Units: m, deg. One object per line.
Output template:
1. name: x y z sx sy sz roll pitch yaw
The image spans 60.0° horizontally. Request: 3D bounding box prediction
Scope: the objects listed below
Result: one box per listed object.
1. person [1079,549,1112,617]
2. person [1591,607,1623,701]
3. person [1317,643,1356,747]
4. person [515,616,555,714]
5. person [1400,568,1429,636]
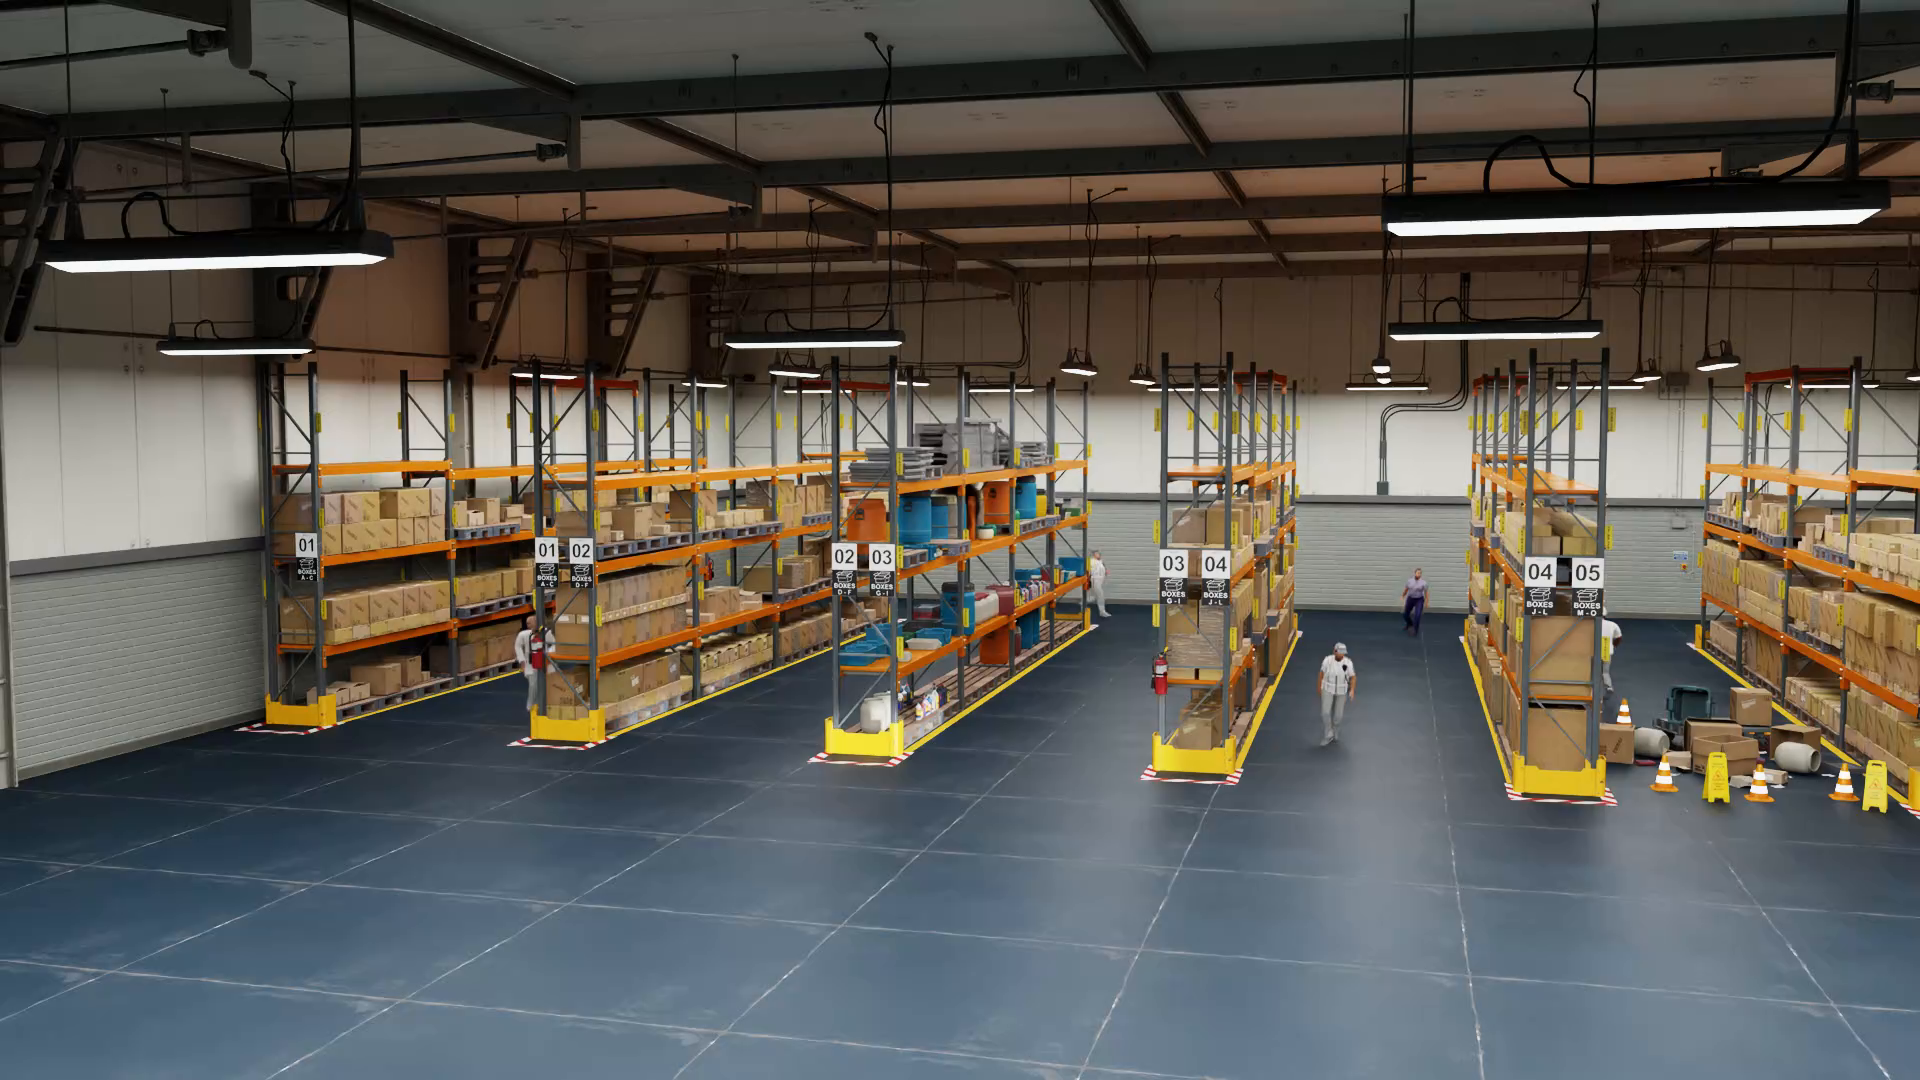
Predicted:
1. person: 3.485 1.090 42.842 0.933 1.759 0.647 2 4 25
2. person: 11.518 2.057 29.787 0.704 1.712 0.744 1 4 7
3. person: 5.882 2.388 25.996 0.576 1.627 0.736 0 4 5
4. person: -7.282 2.153 28.714 0.729 1.715 0.803 -2 4 -25
5. person: 10.761 1.442 39.313 0.681 1.588 0.662 2 4 24
